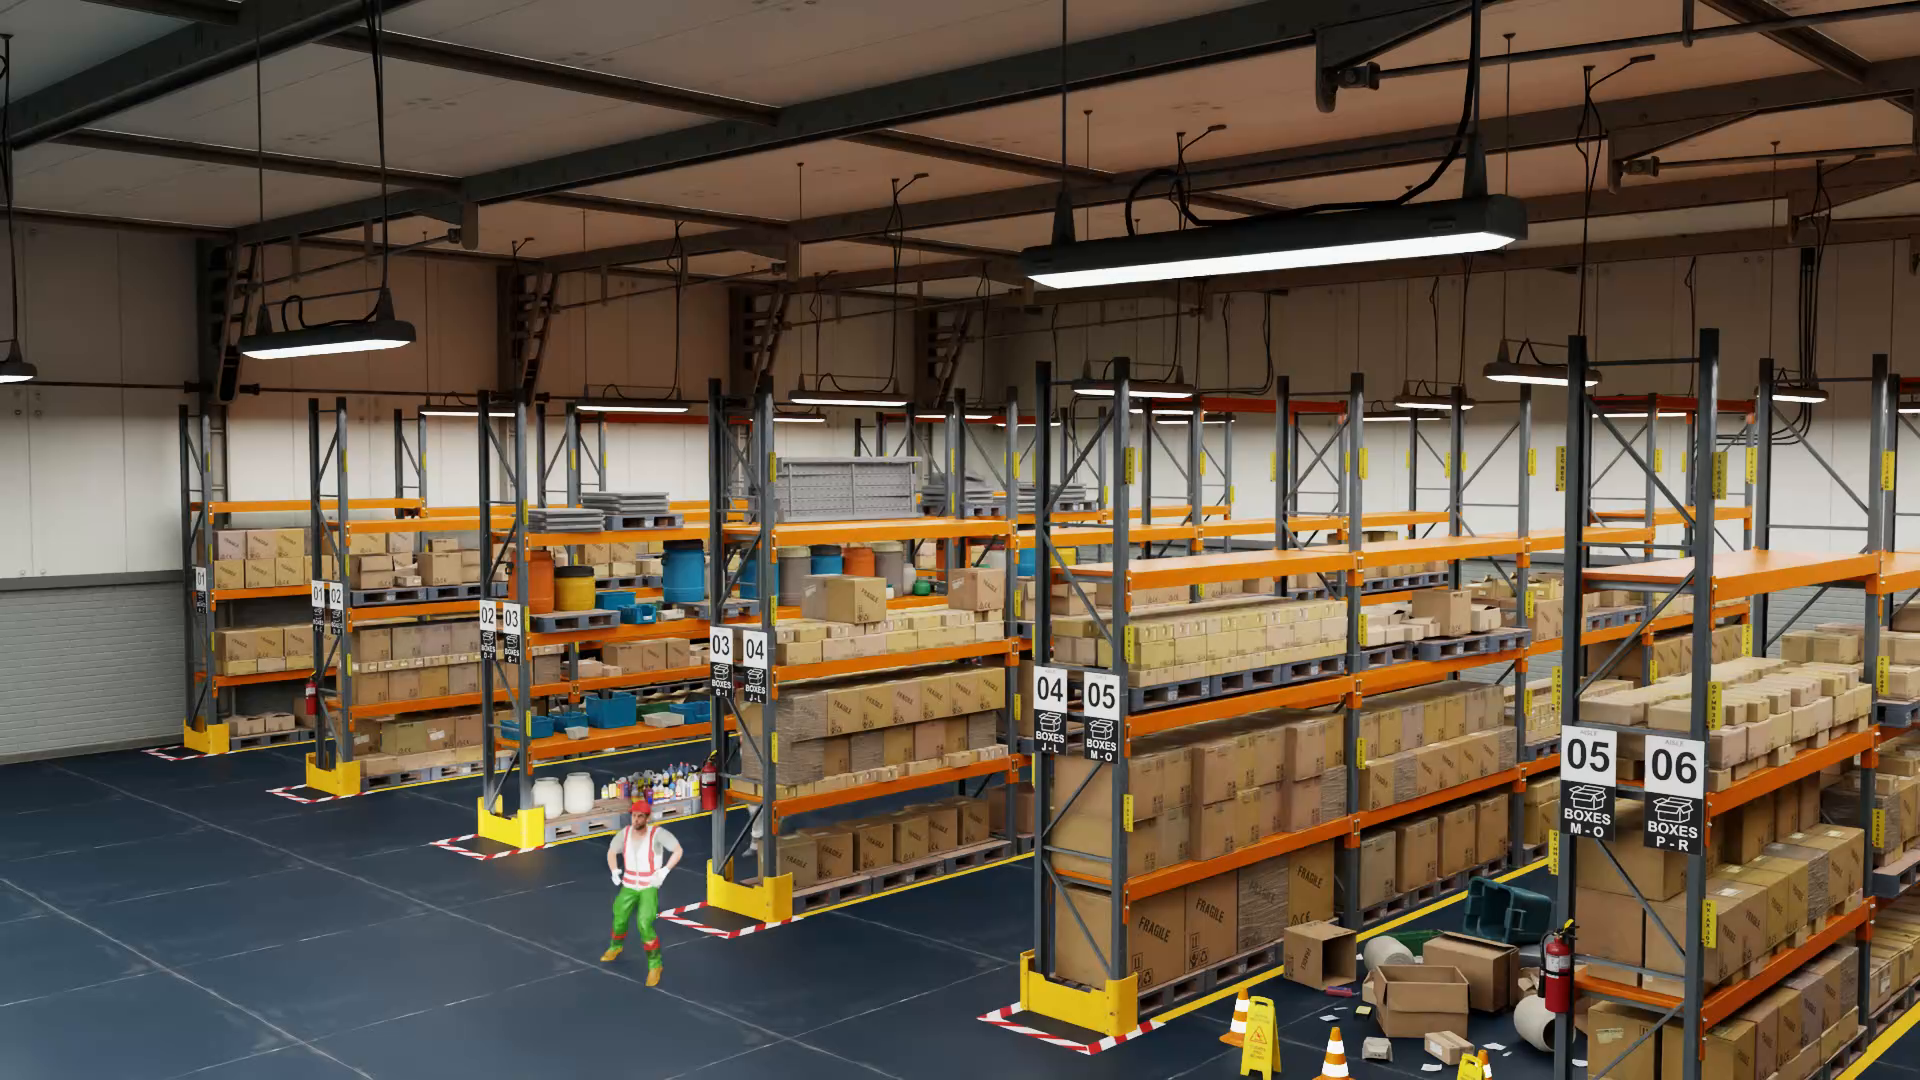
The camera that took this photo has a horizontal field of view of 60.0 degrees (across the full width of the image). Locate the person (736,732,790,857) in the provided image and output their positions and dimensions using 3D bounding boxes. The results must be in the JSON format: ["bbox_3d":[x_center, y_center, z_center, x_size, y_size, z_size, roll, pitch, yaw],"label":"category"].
[{"bbox_3d":[-2.519,3.201,21.415,0.657,1.719,0.886,2,4,38],"label":"person"}]

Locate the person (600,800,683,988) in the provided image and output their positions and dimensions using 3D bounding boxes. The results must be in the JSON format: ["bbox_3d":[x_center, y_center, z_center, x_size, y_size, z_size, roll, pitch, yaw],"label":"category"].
[{"bbox_3d":[-3.197,3.433,16.420,0.896,1.773,0.739,0,3,9],"label":"person"}]
